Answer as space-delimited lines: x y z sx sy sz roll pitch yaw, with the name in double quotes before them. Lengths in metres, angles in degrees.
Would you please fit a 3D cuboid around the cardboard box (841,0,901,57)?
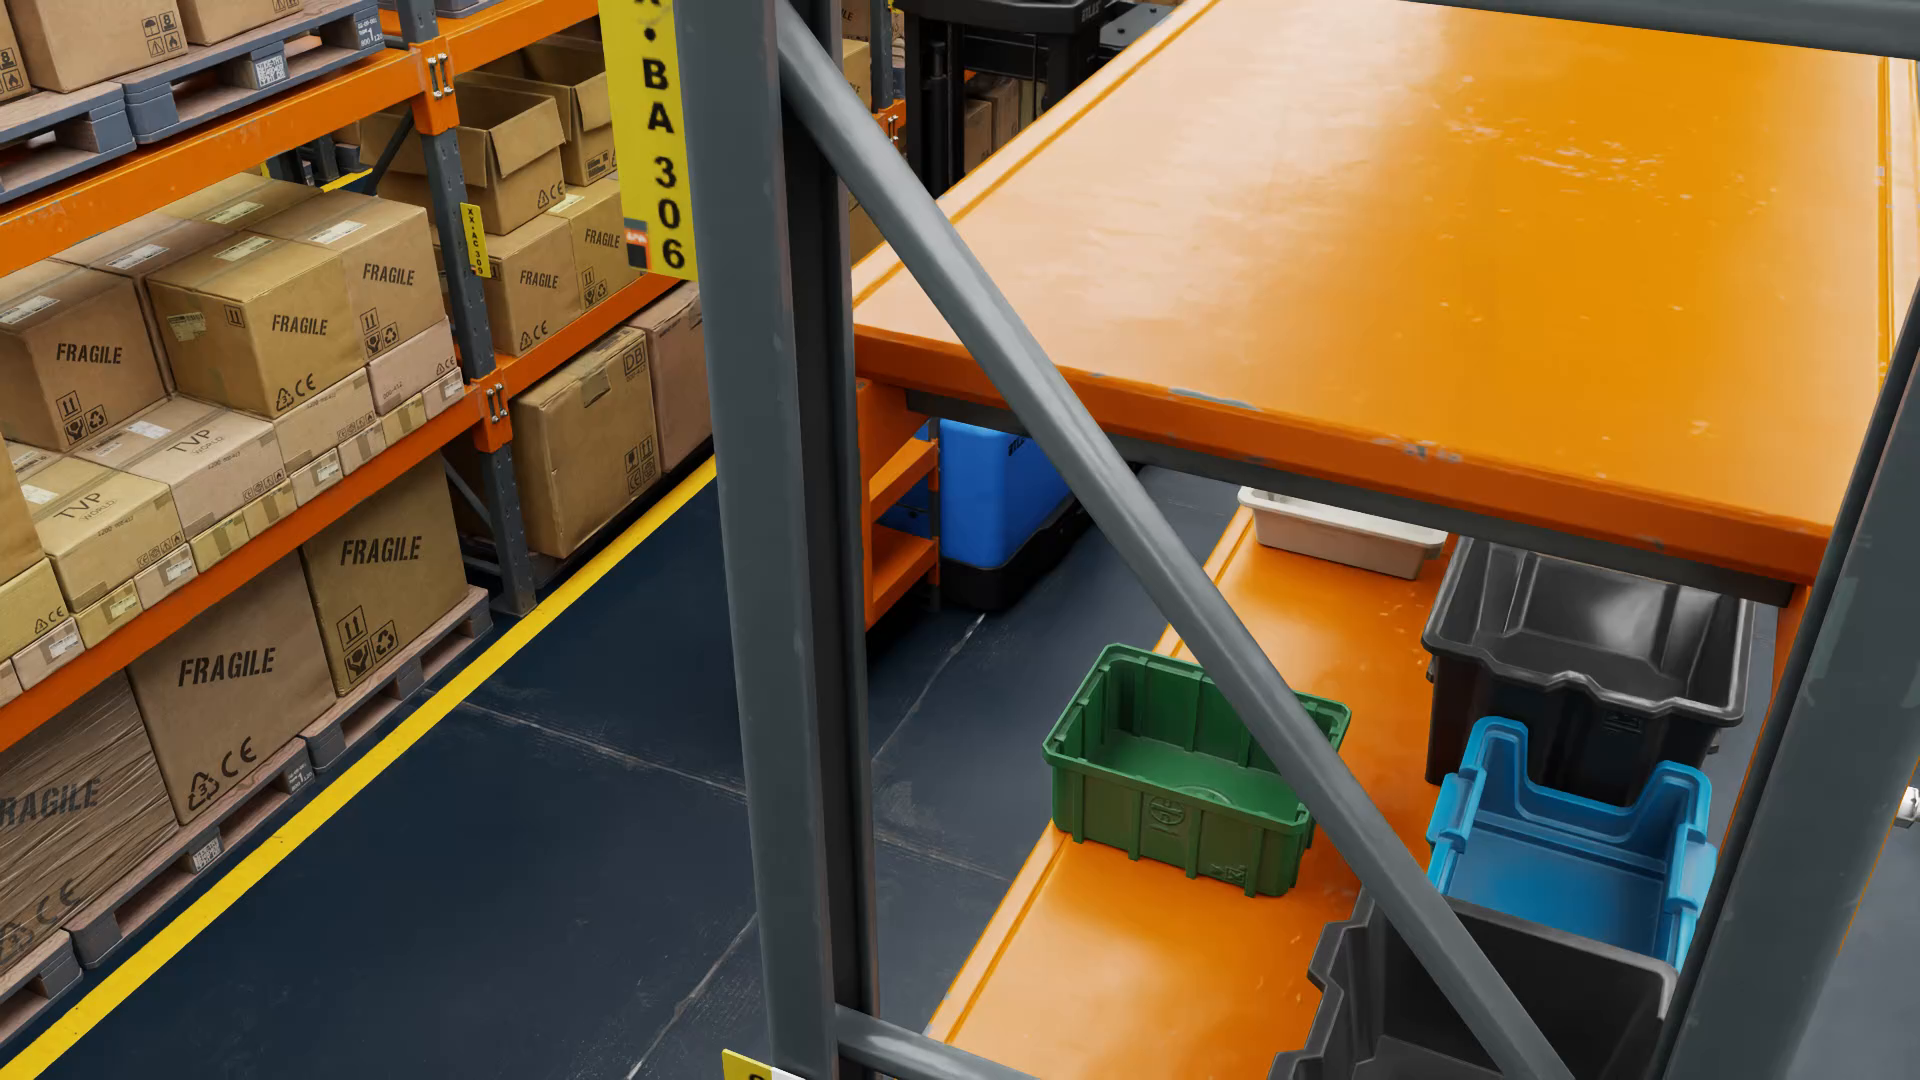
"cardboard box" -0.710 -3.497 10.874 0.500 0.500 0.500 10 35 15

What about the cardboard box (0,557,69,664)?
"cardboard box" -3.376 0.234 5.523 0.500 0.250 0.500 13 35 19

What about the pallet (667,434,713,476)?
"pallet" -1.810 -0.855 9.861 1.003 0.211 1.213 14 36 20

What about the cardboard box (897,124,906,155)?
"cardboard box" -0.647 -2.795 11.471 0.500 0.250 0.500 16 36 22

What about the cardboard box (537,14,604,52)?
"cardboard box" -1.770 -2.443 8.734 0.797 0.503 0.637 15 36 22

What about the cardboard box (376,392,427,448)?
"cardboard box" -2.511 -0.549 7.081 0.380 0.149 0.250 15 36 21

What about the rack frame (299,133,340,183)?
"rack frame" -5.362 -4.190 12.404 1.000 3.000 0.127 14 36 20

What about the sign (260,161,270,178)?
"sign" -3.070 -1.580 7.441 0.100 0.325 0.005 14 36 20

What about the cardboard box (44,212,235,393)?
"cardboard box" -3.219 -0.961 6.662 0.500 0.500 0.500 14 36 20

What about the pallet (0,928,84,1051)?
"pallet" -3.983 1.733 5.915 1.003 0.211 1.213 14 36 20

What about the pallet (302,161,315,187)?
"pallet" -5.691 -2.635 12.576 1.003 0.211 1.213 14 36 20

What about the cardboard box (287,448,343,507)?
"cardboard box" -2.726 -0.293 6.691 0.380 0.149 0.250 15 36 21

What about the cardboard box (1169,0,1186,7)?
"cardboard box" 1.952 -5.504 16.305 0.500 0.500 0.500 25 41 32

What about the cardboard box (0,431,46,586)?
"cardboard box" -3.380 -0.078 5.315 0.500 0.500 0.500 13 35 19

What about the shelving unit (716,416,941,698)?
"shelving unit" -0.563 0.067 7.622 0.538 1.125 1.048 17 37 23

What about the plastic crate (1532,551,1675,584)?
"plastic crate" 1.460 -0.119 3.568 0.437 0.282 0.530 14 36 20

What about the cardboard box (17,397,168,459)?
"cardboard box" -3.432 -0.391 6.477 0.500 0.250 0.500 15 36 22

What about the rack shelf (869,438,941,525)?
"rack shelf" -0.563 -0.178 7.461 0.538 0.278 1.000 17 37 23

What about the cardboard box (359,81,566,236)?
"cardboard box" -2.313 -1.791 7.740 0.797 0.503 0.637 13 36 19

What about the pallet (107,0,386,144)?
"pallet" -2.925 -1.822 6.138 1.003 0.211 1.213 14 36 20

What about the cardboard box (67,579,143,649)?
"cardboard box" -3.156 0.220 5.908 0.380 0.149 0.250 13 36 19

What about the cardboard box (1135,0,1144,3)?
"cardboard box" 1.399 -4.928 15.427 0.500 0.500 0.500 11 35 16

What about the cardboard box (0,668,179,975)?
"cardboard box" -3.671 0.905 6.189 0.875 0.875 0.875 14 36 20

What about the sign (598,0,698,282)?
"sign" -0.254 -0.373 1.407 0.100 0.325 0.005 14 36 20

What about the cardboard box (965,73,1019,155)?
"cardboard box" 0.047 -3.320 12.956 0.700 0.500 0.500 11 35 16

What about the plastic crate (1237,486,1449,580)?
"plastic crate" 0.891 -0.111 3.689 0.437 0.136 0.530 14 36 20

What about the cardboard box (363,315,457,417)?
"cardboard box" -2.519 -0.791 7.086 0.500 0.250 0.500 14 36 20

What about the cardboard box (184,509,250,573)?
"cardboard box" -2.940 -0.037 6.301 0.380 0.149 0.250 14 36 20

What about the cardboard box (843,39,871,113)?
"cardboard box" -0.881 -2.741 10.103 0.500 0.500 0.500 15 36 22

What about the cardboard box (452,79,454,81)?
"cardboard box" -4.663 -4.144 14.002 1.050 0.750 0.750 15 36 21

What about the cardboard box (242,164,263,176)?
"cardboard box" -5.400 -2.932 12.383 0.500 0.500 0.500 14 36 20

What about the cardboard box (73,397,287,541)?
"cardboard box" -2.947 -0.279 6.305 0.500 0.250 0.500 15 36 21

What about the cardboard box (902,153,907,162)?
"cardboard box" -0.637 -2.479 11.673 0.700 0.500 0.500 12 35 18

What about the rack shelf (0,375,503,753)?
"rack shelf" -3.410 0.287 6.232 1.077 0.370 4.000 14 36 20

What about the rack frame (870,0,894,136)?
"rack frame" -0.900 -3.002 10.592 1.000 3.000 0.127 14 36 20

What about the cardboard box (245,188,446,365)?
"cardboard box" -2.523 -1.095 6.865 0.500 0.500 0.500 15 36 22

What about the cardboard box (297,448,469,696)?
"cardboard box" -2.922 0.014 7.548 0.875 0.875 0.875 14 36 20

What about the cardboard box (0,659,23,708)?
"cardboard box" -3.370 0.474 5.520 0.380 0.149 0.250 13 36 20

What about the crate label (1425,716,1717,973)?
"crate label" 0.932 0.541 2.589 0.408 0.251 0.502 14 36 20

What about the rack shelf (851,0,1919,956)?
"rack shelf" 1.089 -0.918 2.964 1.077 0.370 4.000 14 36 20

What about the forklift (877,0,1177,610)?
"forklift" 0.441 -1.671 8.625 1.130 2.935 3.031 17 37 23

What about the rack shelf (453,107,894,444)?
"rack shelf" -1.736 -1.705 9.270 1.077 0.370 4.000 14 36 20

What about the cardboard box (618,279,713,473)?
"cardboard box" -1.950 -1.065 9.194 1.225 0.875 0.875 13 35 19

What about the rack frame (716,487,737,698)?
"rack frame" -0.805 0.312 7.248 0.500 1.125 0.032 17 37 23

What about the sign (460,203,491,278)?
"sign" -2.068 -1.278 7.102 0.100 0.325 0.005 14 36 20

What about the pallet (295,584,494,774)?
"pallet" -2.962 0.517 7.769 1.003 0.211 1.213 14 36 20

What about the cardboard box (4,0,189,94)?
"cardboard box" -3.075 -1.853 5.539 0.700 0.500 0.500 16 37 23

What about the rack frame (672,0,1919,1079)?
"rack frame" 0.249 -0.391 1.139 0.949 2.616 0.053 14 36 20

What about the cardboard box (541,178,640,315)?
"cardboard box" -1.944 -1.474 8.171 0.500 0.500 0.500 14 36 21
